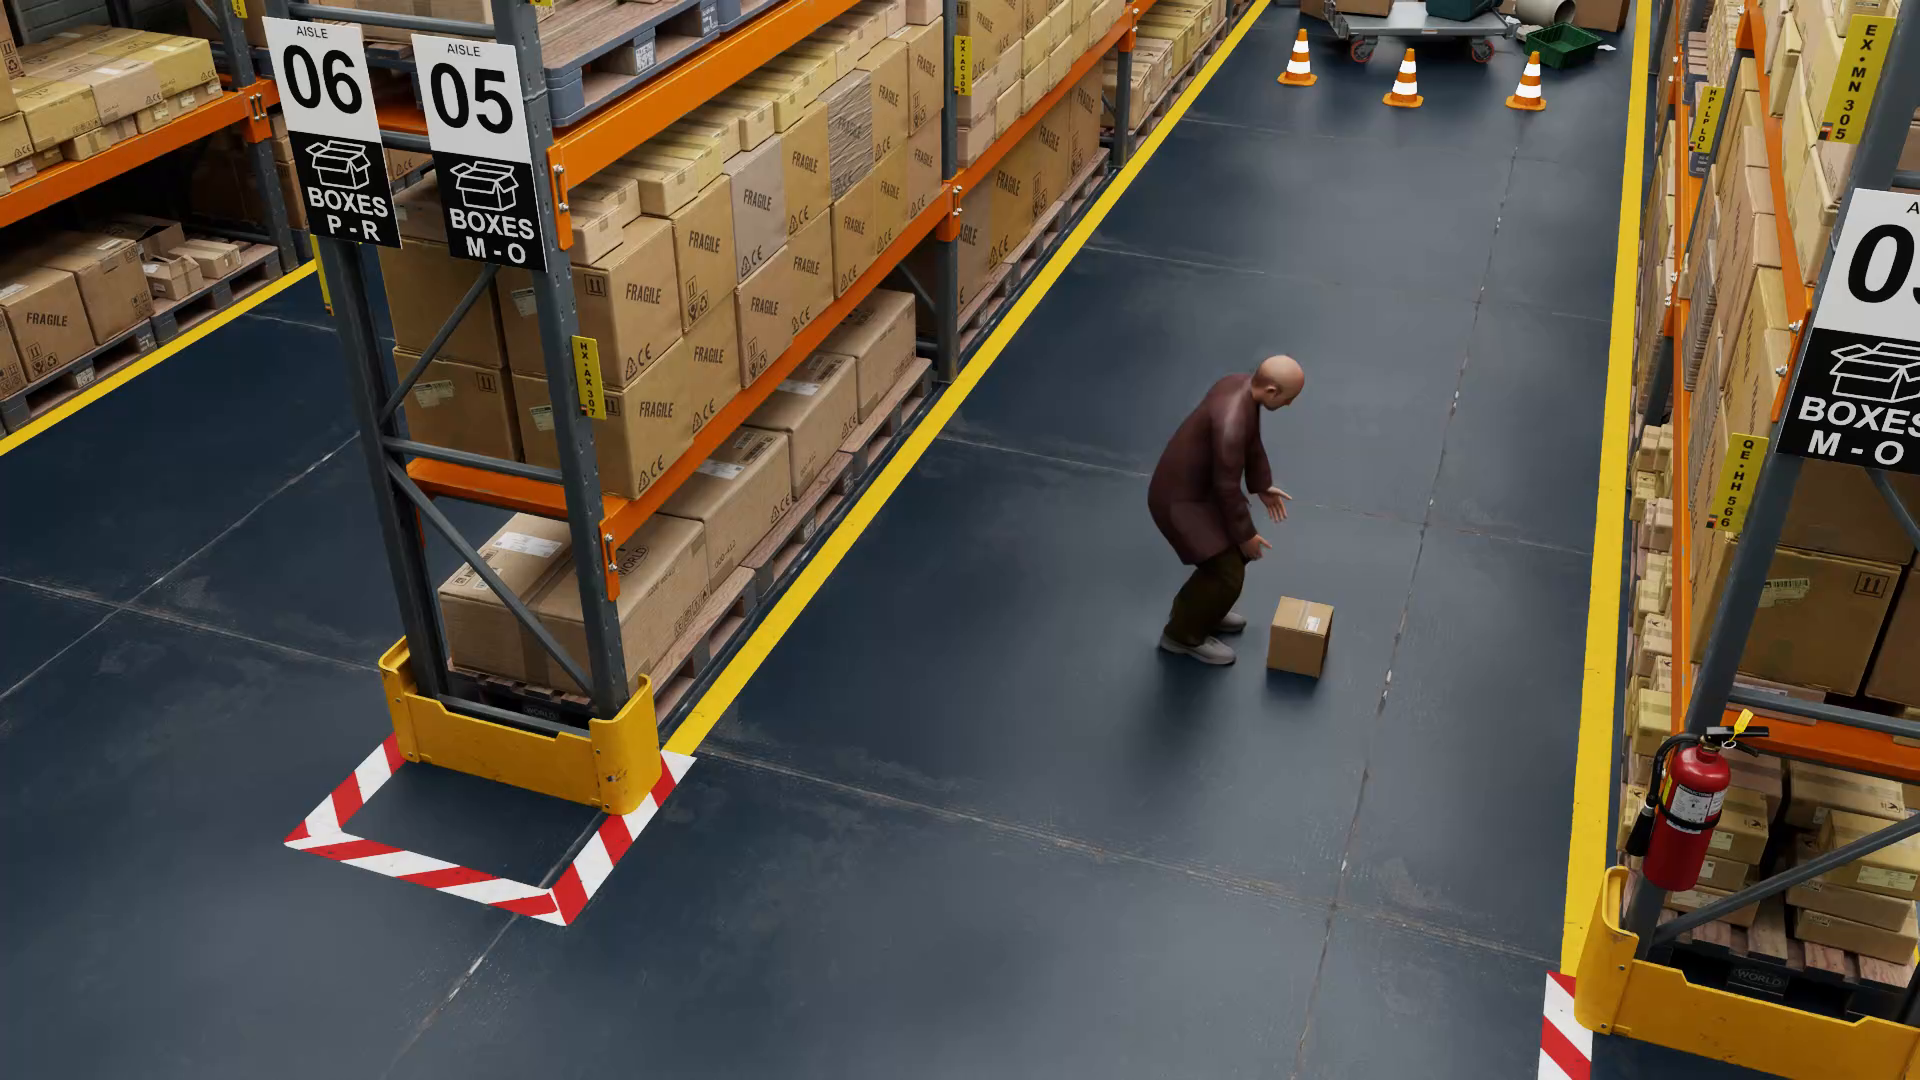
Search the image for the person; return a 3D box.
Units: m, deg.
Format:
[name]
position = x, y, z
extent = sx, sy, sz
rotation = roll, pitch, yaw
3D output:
[person]
position = 1.193, -0.183, 7.664
extent = 0.636, 1.538, 0.626
rotation = 11, 34, 17
